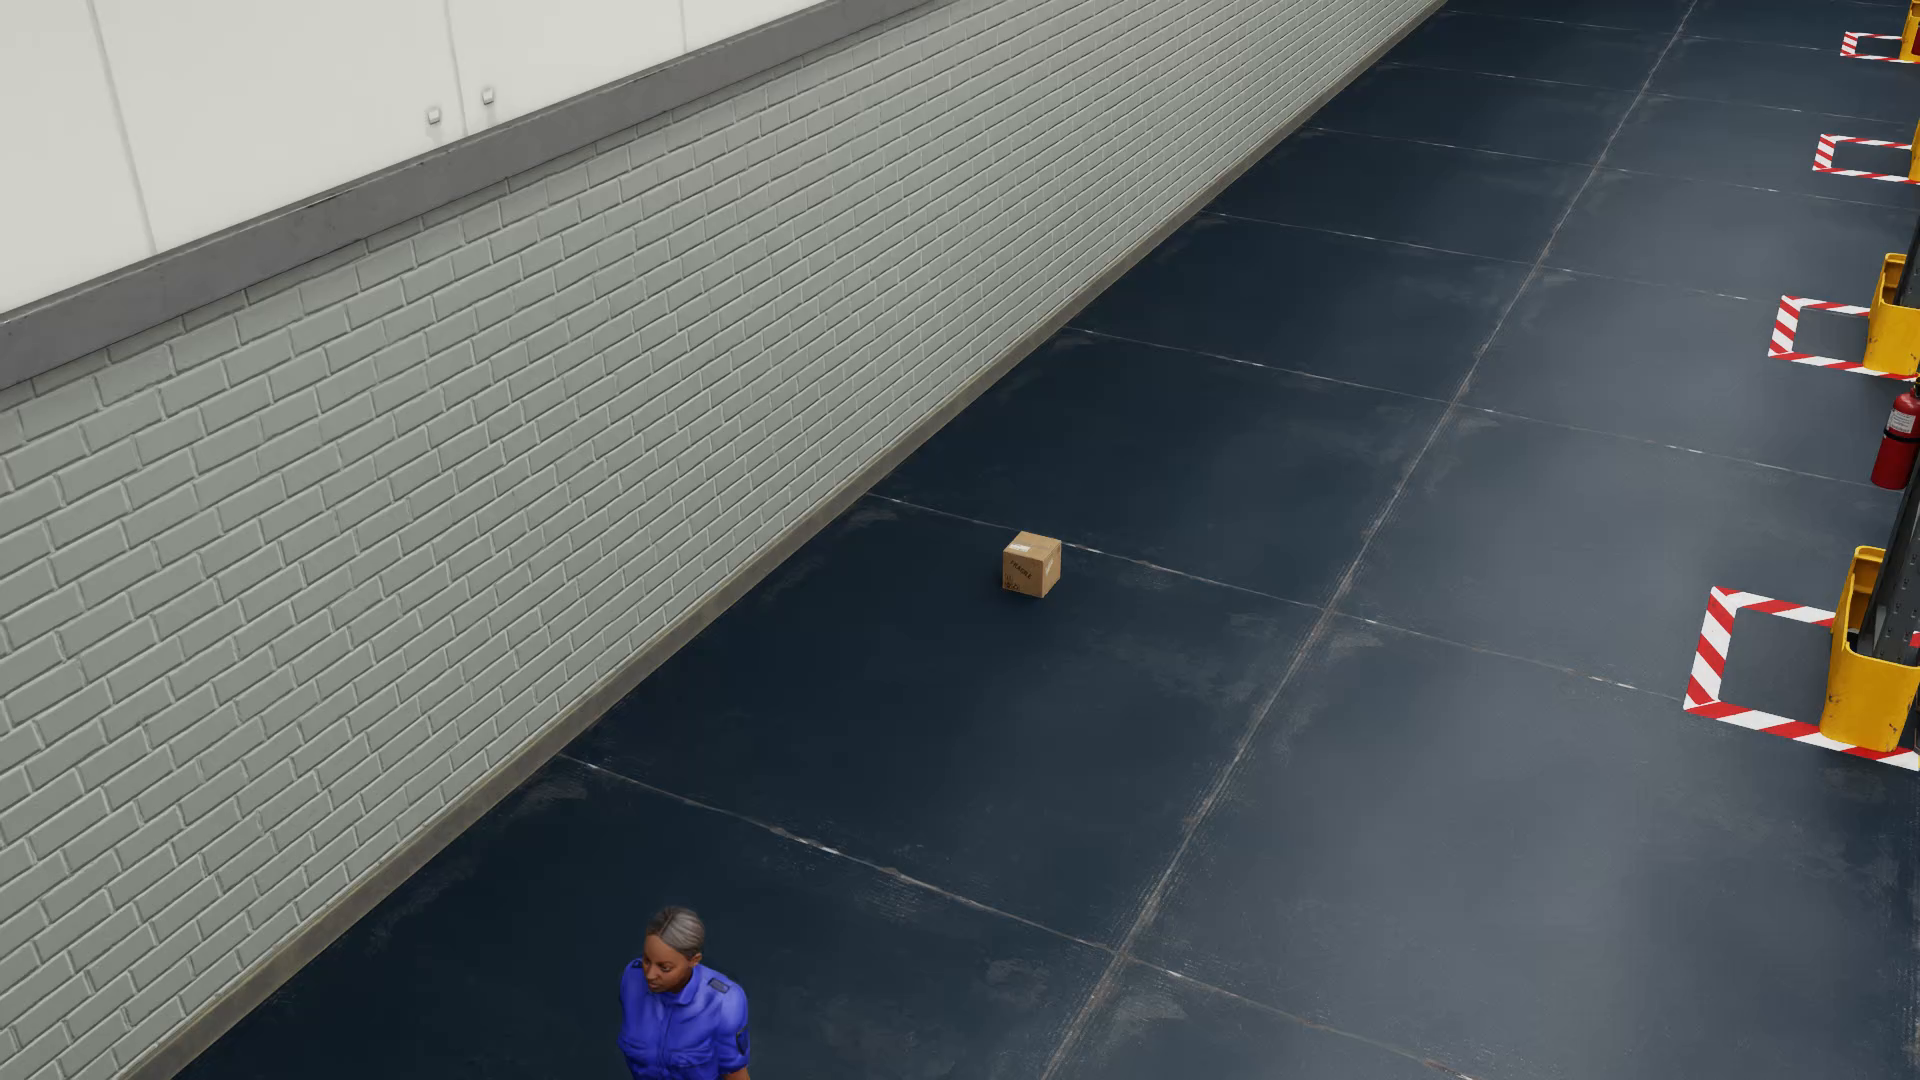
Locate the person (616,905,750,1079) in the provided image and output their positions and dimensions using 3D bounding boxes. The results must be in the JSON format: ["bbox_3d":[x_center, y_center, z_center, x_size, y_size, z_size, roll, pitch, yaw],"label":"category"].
[{"bbox_3d":[-0.848,1.846,5.160,0.461,1.724,0.588,8,31,14],"label":"person"}]
